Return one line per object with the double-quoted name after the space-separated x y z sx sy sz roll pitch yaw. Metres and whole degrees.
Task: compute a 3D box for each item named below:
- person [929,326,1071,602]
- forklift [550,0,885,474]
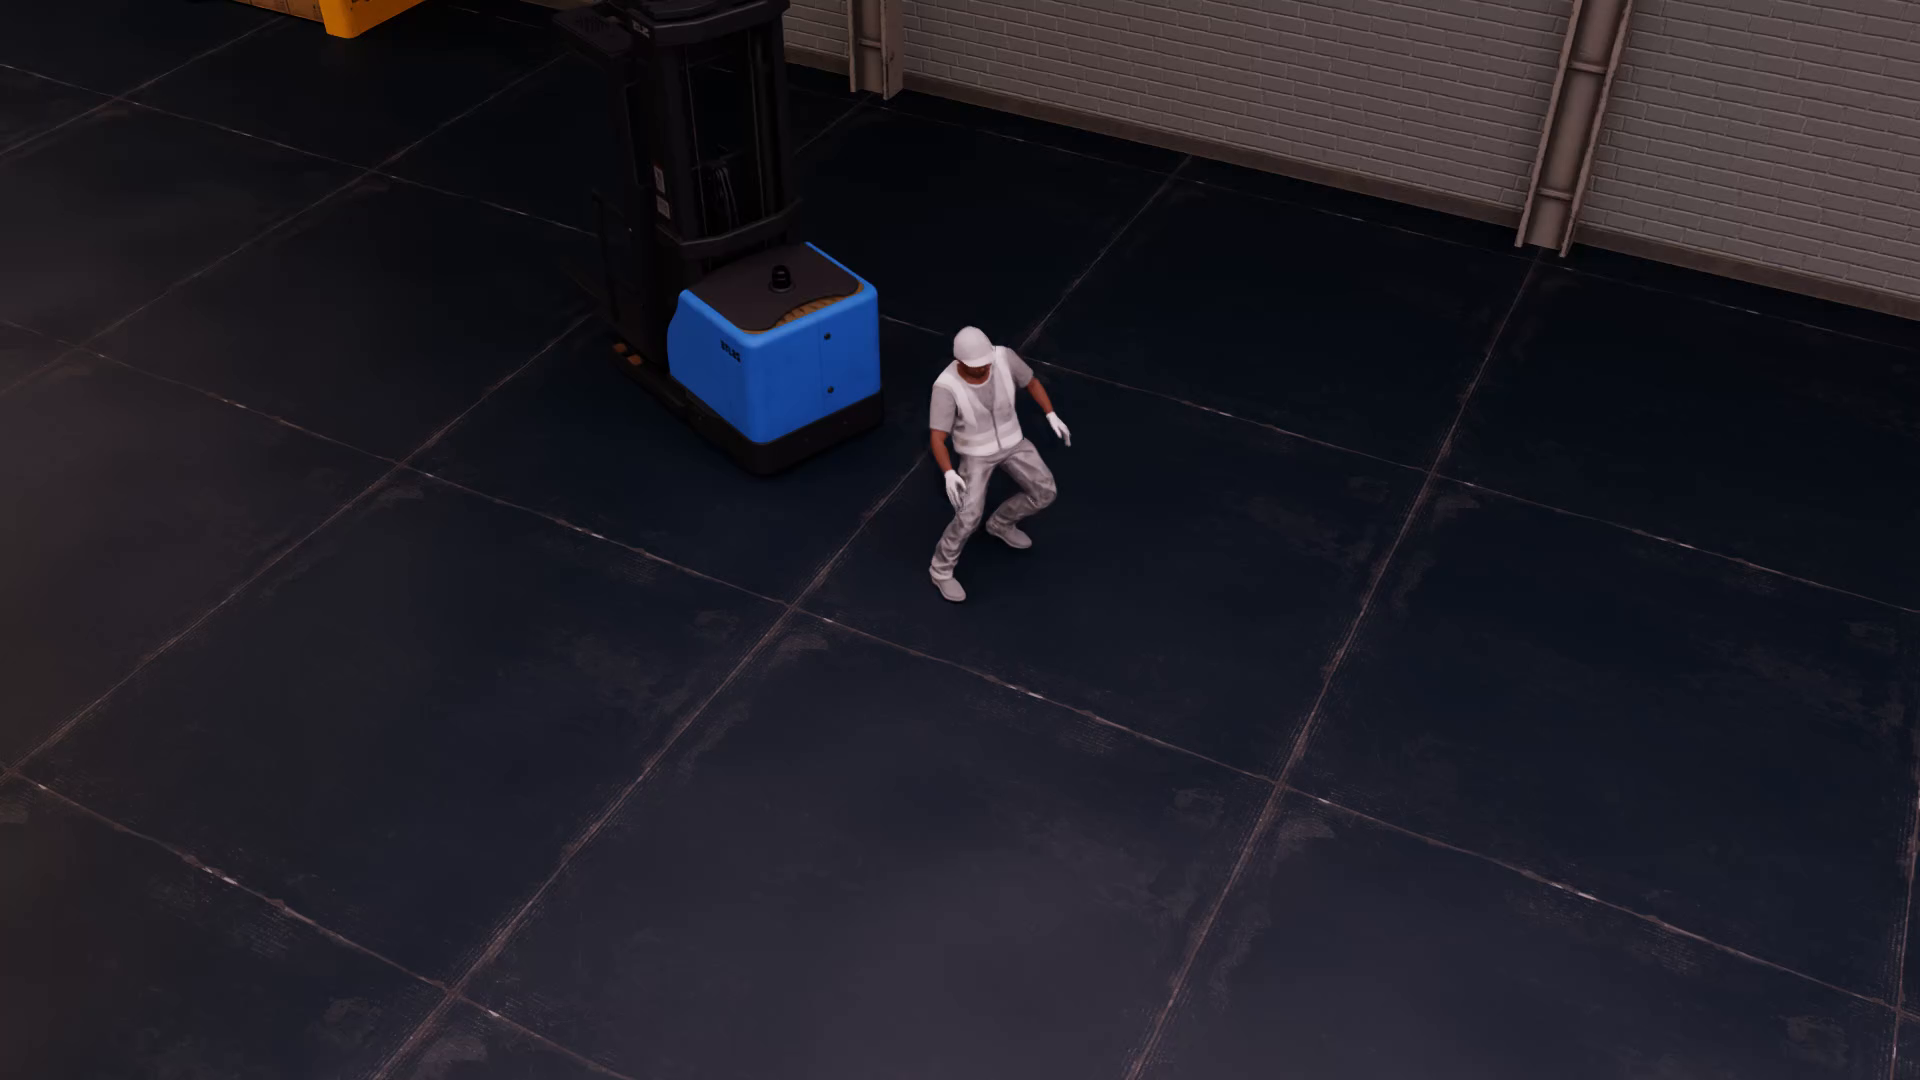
0.198 -0.485 9.581 0.872 1.627 0.713 -19 44 -21 "person"
-1.825 -2.426 10.867 1.130 2.935 3.031 -28 47 -29 "forklift"
